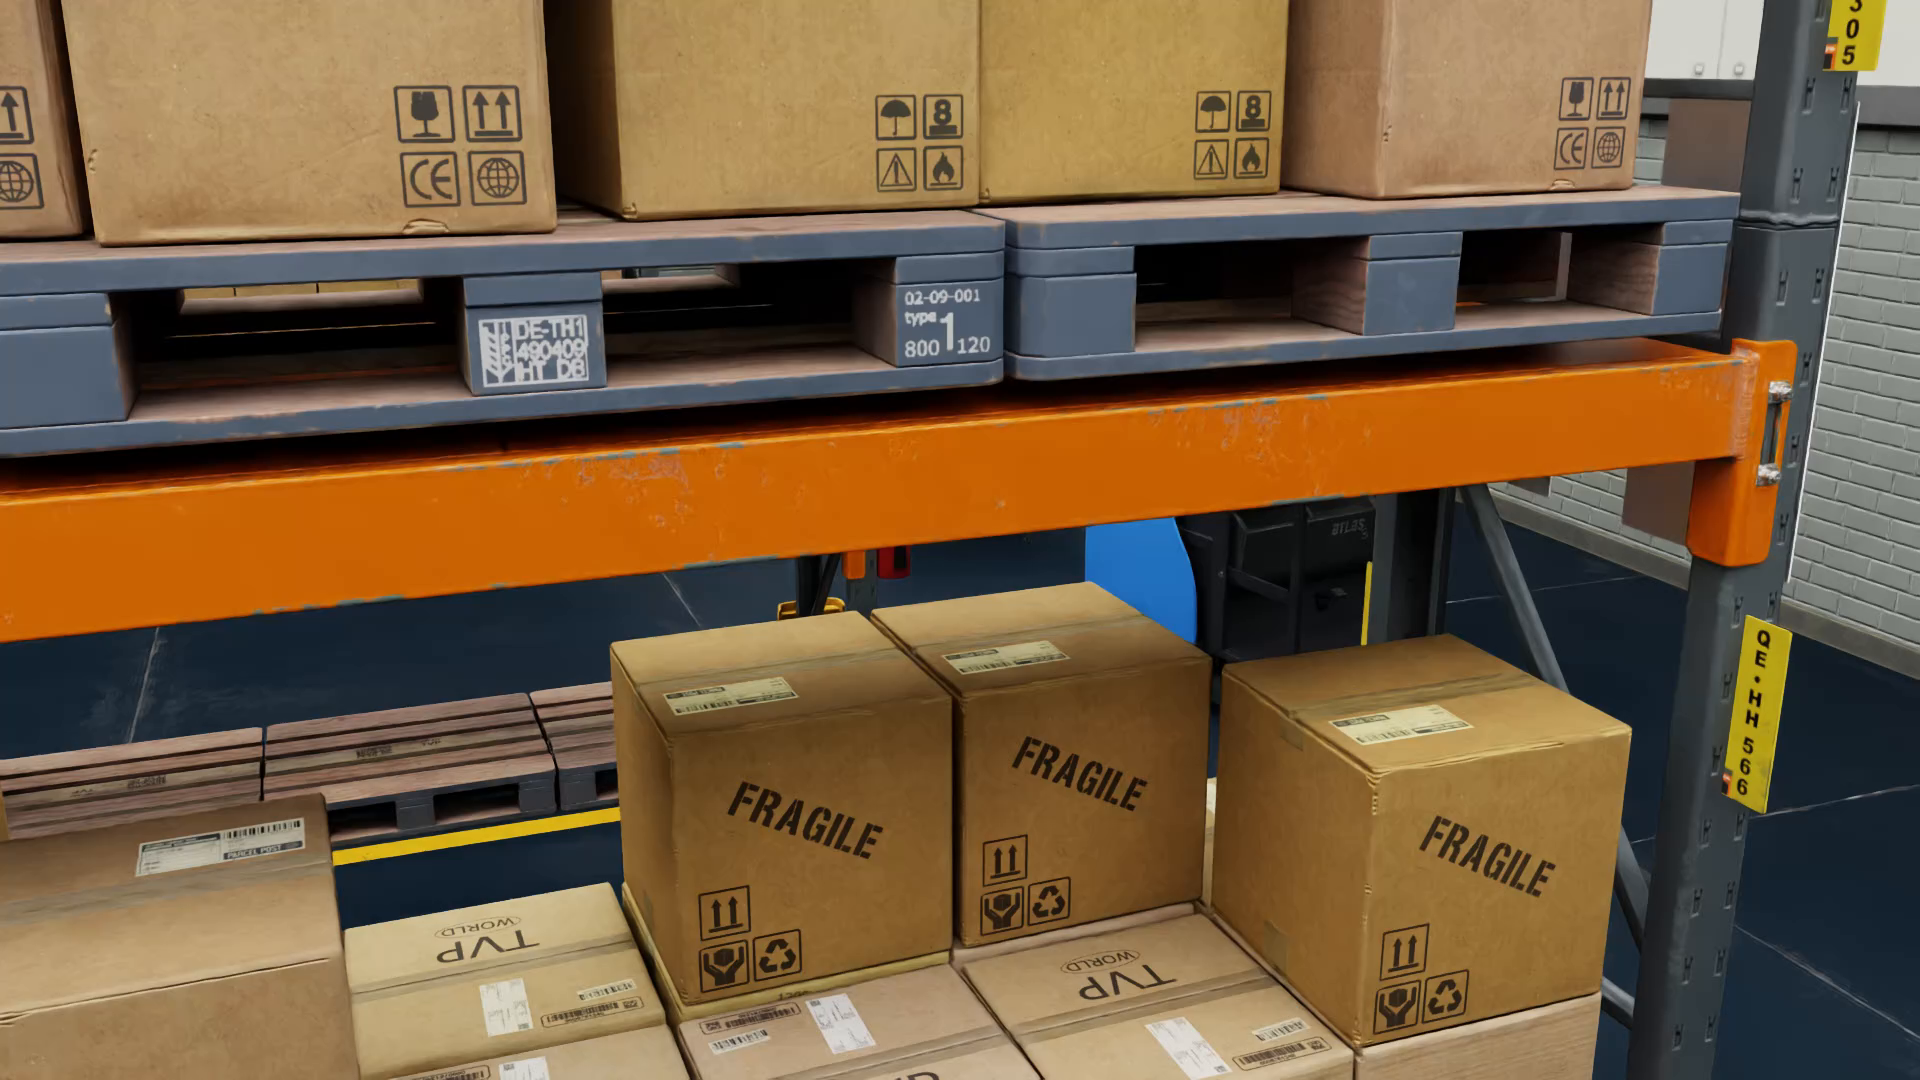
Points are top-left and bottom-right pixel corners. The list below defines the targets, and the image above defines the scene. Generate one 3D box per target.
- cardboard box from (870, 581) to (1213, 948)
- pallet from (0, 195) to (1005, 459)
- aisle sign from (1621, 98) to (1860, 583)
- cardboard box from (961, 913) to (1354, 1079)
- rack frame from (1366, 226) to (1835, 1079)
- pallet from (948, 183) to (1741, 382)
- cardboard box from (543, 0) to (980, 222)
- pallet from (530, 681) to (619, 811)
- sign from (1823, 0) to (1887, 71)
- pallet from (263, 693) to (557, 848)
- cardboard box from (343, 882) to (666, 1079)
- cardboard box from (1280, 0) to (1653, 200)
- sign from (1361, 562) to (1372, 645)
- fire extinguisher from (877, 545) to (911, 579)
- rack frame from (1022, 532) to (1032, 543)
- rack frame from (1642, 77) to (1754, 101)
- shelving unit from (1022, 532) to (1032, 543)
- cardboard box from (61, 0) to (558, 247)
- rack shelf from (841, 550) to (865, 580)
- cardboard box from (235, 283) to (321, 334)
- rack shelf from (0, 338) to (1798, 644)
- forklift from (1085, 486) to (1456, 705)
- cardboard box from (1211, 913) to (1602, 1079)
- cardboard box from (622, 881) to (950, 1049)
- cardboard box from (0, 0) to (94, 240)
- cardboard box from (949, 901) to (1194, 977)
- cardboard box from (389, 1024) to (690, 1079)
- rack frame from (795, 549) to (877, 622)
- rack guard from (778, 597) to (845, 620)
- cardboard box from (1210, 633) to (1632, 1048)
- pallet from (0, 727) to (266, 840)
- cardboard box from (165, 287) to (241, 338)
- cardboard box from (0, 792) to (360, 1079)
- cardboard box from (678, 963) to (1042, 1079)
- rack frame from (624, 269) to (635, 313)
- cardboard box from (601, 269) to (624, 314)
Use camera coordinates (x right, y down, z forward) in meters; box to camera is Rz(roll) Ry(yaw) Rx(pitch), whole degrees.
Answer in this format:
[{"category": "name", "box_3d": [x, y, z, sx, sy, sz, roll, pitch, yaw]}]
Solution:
[{"category": "cardboard box", "box_3d": [0.144, 0.416, 3.266, 0.500, 0.500, 0.500, -7, 18, -21]}, {"category": "pallet", "box_3d": [-0.674, -0.377, 2.391, 1.213, 0.211, 1.003, -6, 17, -20]}, {"category": "aisle sign", "box_3d": [1.330, -0.357, 2.877, 0.004, 0.787, 0.394, -6, 17, -20]}, {"category": "cardboard box", "box_3d": [0.324, 0.917, 2.889, 0.500, 0.250, 0.500, -6, 18, -21]}, {"category": "rack frame", "box_3d": [1.156, 0.819, 3.487, 0.127, 3.000, 1.000, -6, 17, -20]}, {"category": "pallet", "box_3d": [0.467, -0.501, 2.813, 1.213, 0.211, 1.003, -6, 17, -20]}, {"category": "cardboard box", "box_3d": [-0.345, -0.762, 2.445, 0.500, 0.500, 0.700, -7, 18, -24]}, {"category": "pallet", "box_3d": [-1.400, 0.926, 8.069, 1.213, 0.211, 1.003, -6, 17, -20]}, {"category": "sign", "box_3d": [1.337, -0.863, 2.460, 0.005, 0.325, 0.100, -6, 17, -20]}, {"category": "pallet", "box_3d": [-2.538, 1.048, 7.654, 1.213, 0.211, 1.003, -6, 17, -20]}, {"category": "cardboard box", "box_3d": [-0.828, 0.883, 3.006, 0.500, 0.250, 0.500, -7, 18, -21]}, {"category": "cardboard box", "box_3d": [0.690, -0.852, 2.751, 0.500, 0.500, 0.700, -7, 18, -23]}, {"category": "sign", "box_3d": [0.963, 0.219, 3.853, 0.005, 0.325, 0.100, -6, 17, -20]}, {"category": "fire extinguisher", "box_3d": [-0.313, -0.164, 7.633, 0.183, 0.674, 0.296, -6, 17, -20]}, {"category": "rack frame", "box_3d": [0.395, -0.762, 11.532, 0.032, 1.500, 0.500, -6, 17, -20]}, {"category": "rack frame", "box_3d": [1.157, -2.059, 2.639, 0.053, 2.616, 0.949, -6, 17, -20]}, {"category": "shelving unit", "box_3d": [-0.080, -0.711, 11.358, 1.048, 1.500, 0.538, -6, 17, -20]}, {"category": "cardboard box", "box_3d": [-0.827, -0.678, 2.159, 0.500, 0.500, 0.700, -5, 17, -18]}, {"category": "rack shelf", "box_3d": [-2.484, 0.062, 7.340, 4.000, 0.370, 1.077, -6, 17, -20]}, {"category": "cardboard box", "box_3d": [-4.602, -1.515, 11.256, 0.500, 0.500, 0.500, -6, 17, -20]}, {"category": "rack shelf", "box_3d": [-0.712, -0.074, 2.479, 4.000, 0.370, 1.077, -6, 17, -20]}, {"category": "forklift", "box_3d": [1.889, -0.533, 8.210, 1.130, 2.935, 3.031, -10, 19, -30]}, {"category": "cardboard box", "box_3d": [0.798, 0.866, 3.062, 0.500, 0.250, 0.500, -6, 18, -21]}, {"category": "cardboard box", "box_3d": [-0.342, 0.829, 3.190, 0.500, 0.250, 0.500, -7, 18, -22]}, {"category": "cardboard box", "box_3d": [-1.366, -0.663, 2.107, 0.500, 0.500, 0.700, -5, 17, -17]}, {"category": "cardboard box", "box_3d": [0.128, 0.779, 3.359, 0.500, 0.250, 0.500, -6, 18, -21]}, {"category": "cardboard box", "box_3d": [-0.636, 1.022, 2.531, 0.500, 0.250, 0.500, -6, 17, -20]}, {"category": "rack frame", "box_3d": [-0.616, -0.485, 7.925, 0.127, 3.000, 1.000, -6, 17, -20]}, {"category": "rack guard", "box_3d": [-0.599, 0.709, 8.297, 0.348, 0.500, 1.175, -6, 17, -20]}, {"category": "cardboard box", "box_3d": [0.795, 0.506, 2.958, 0.500, 0.500, 0.500, -6, 17, -19]}, {"category": "pallet", "box_3d": [-3.679, 1.172, 7.232, 1.213, 0.211, 1.003, -6, 17, -20]}, {"category": "cardboard box", "box_3d": [-3.982, -1.663, 11.761, 3.026, 0.500, 1.079, -6, 17, -19]}, {"category": "cardboard box", "box_3d": [-1.094, 0.709, 2.268, 0.500, 0.500, 0.500, -7, 18, -22]}, {"category": "cardboard box", "box_3d": [-0.151, 0.969, 2.714, 0.500, 0.250, 0.500, -7, 18, -22]}, {"category": "rack frame", "box_3d": [-2.387, -1.789, 12.367, 0.053, 2.616, 0.949, -6, 17, -20]}, {"category": "cardboard box", "box_3d": [-2.706, -1.719, 11.952, 0.500, 0.500, 0.500, -6, 17, -18]}]
